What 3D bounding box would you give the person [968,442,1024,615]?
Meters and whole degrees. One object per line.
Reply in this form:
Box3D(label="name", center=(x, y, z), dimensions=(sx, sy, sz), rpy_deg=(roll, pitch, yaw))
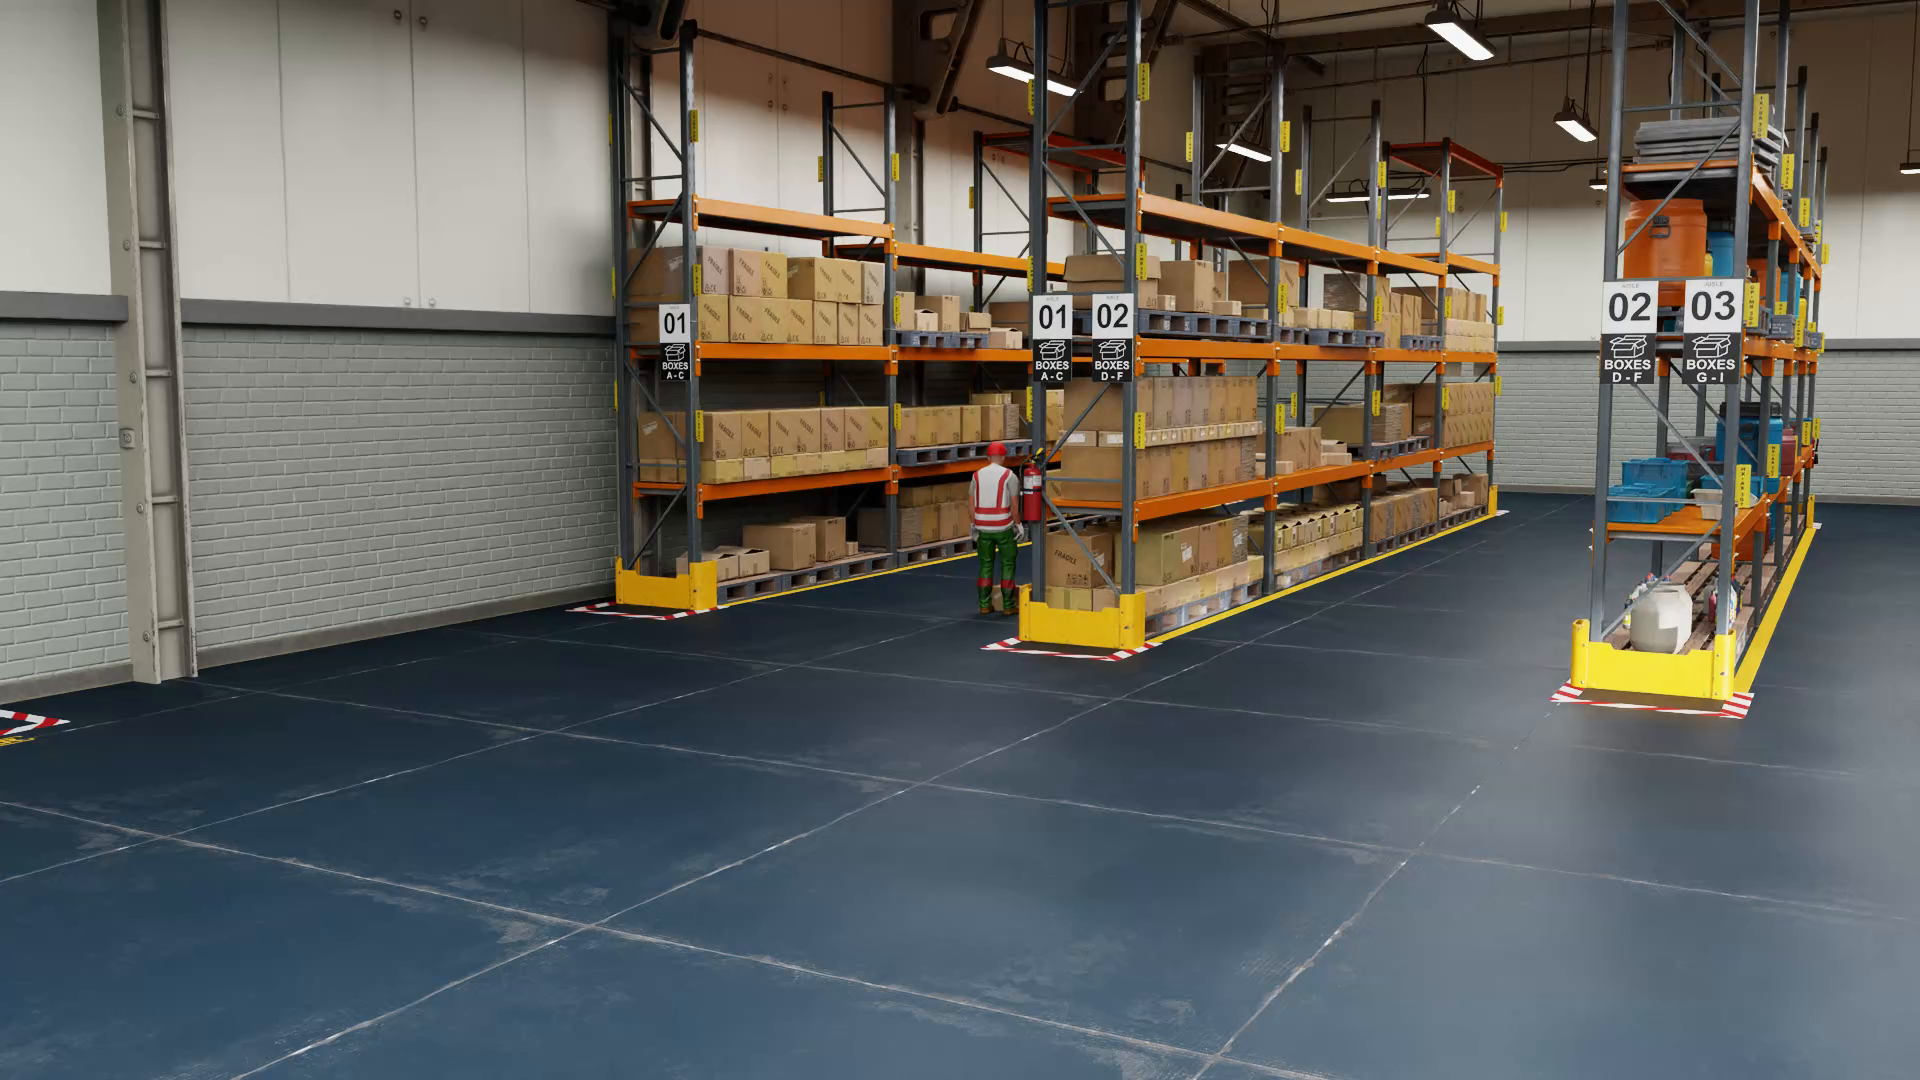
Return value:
Box3D(label="person", center=(0.379, -0.125, 17.248), dimensions=(0.607, 1.774, 0.454), rpy_deg=(3, 7, 26))
